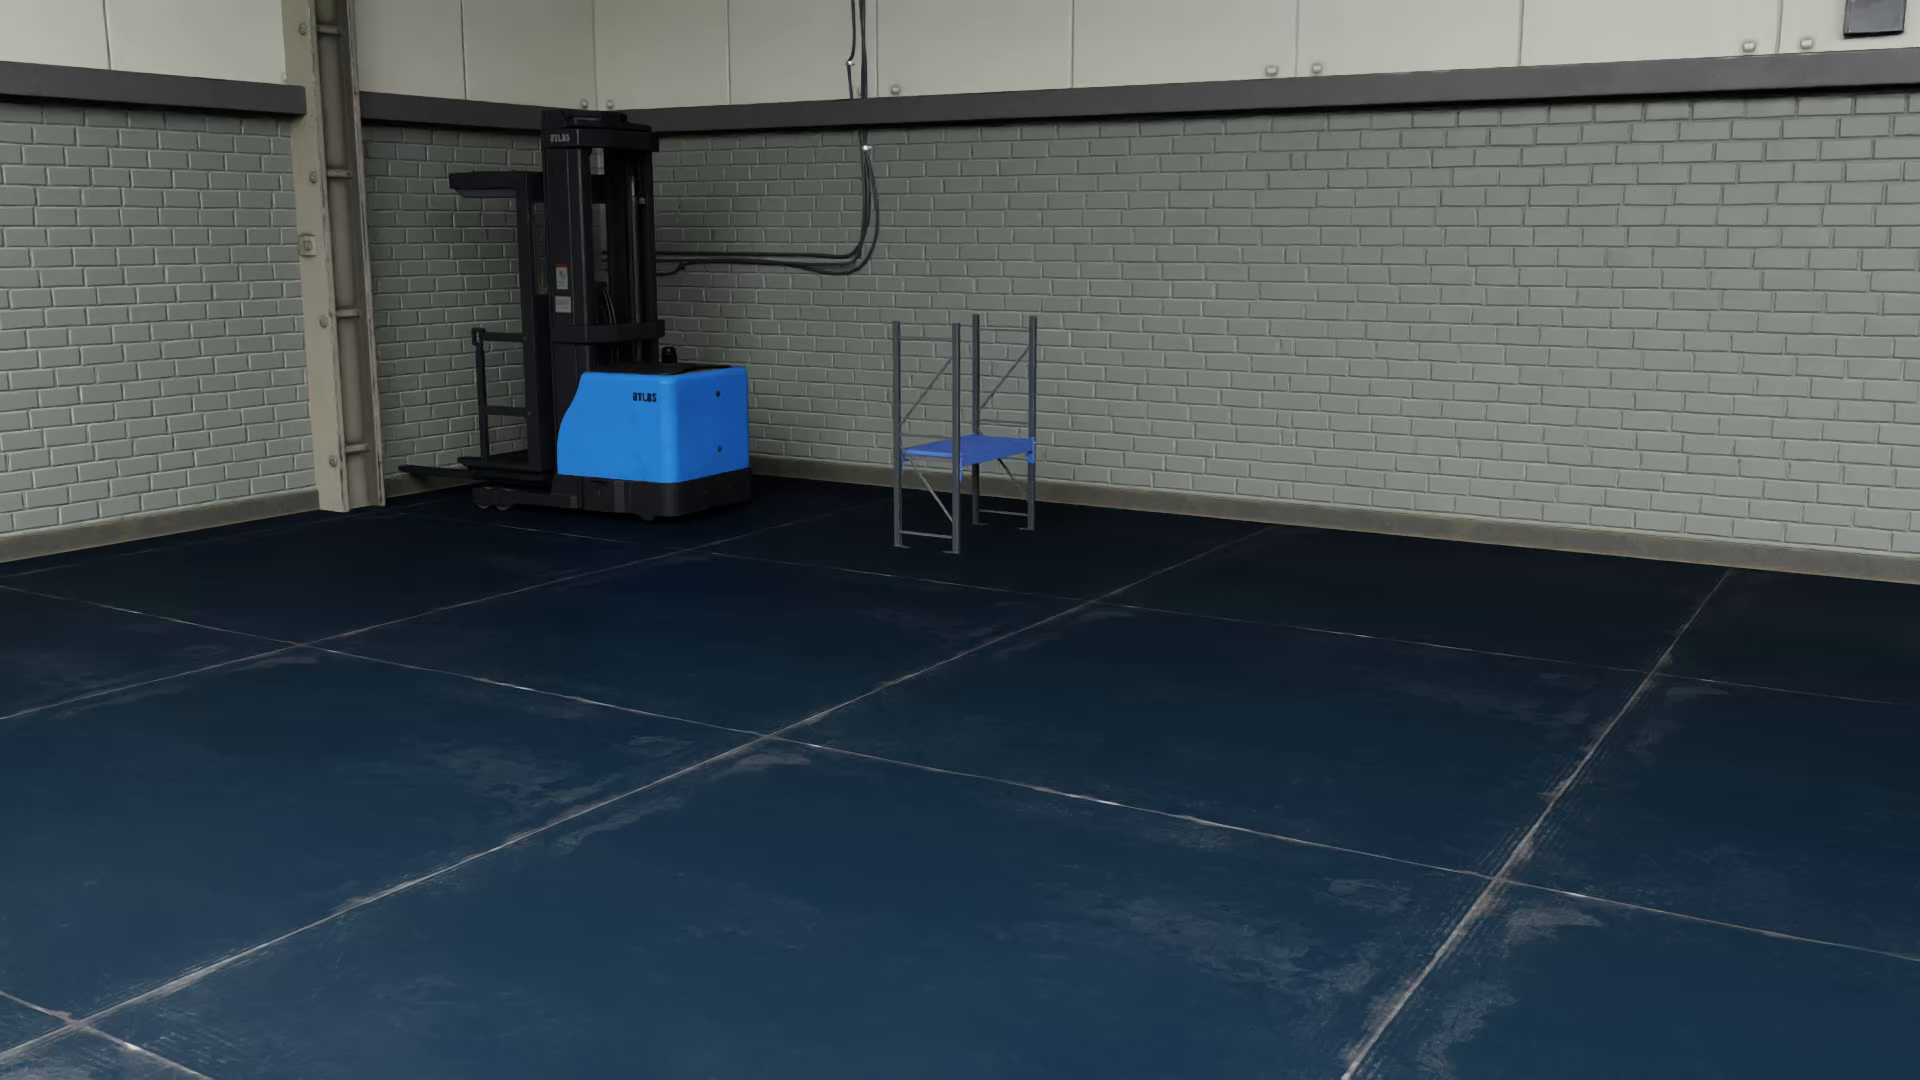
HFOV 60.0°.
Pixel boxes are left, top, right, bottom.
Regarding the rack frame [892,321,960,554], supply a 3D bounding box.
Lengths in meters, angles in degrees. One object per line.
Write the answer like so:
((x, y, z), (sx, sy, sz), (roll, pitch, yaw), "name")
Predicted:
((-0.220, -0.671, 10.875), (0.500, 1.500, 0.032), (6, 12, 31), "rack frame")

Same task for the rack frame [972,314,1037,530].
((0.308, -0.831, 11.729), (0.500, 1.500, 0.032), (6, 12, 31), "rack frame")

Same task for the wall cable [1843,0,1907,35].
((6.115, -5.775, 8.518), (2.305, 6.003, 0.169), (6, 12, 31), "wall cable")

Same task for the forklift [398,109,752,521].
((-3.133, -1.743, 12.715), (3.031, 2.935, 1.130), (6, 12, 27), "forklift")

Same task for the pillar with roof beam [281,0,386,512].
((-0.971, -4.264, 9.692), (9.100, 9.000, 0.400), (6, 12, 31), "pillar with roof beam")

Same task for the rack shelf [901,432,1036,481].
((0.044, -0.574, 11.335), (0.538, 0.185, 1.000), (6, 12, 31), "rack shelf")

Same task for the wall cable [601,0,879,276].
((-1.991, -3.486, 13.974), (3.097, 2.526, 0.112), (6, 12, 31), "wall cable")

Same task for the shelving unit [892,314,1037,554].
((0.044, -0.751, 11.302), (0.538, 1.500, 1.048), (6, 12, 31), "shelving unit")
